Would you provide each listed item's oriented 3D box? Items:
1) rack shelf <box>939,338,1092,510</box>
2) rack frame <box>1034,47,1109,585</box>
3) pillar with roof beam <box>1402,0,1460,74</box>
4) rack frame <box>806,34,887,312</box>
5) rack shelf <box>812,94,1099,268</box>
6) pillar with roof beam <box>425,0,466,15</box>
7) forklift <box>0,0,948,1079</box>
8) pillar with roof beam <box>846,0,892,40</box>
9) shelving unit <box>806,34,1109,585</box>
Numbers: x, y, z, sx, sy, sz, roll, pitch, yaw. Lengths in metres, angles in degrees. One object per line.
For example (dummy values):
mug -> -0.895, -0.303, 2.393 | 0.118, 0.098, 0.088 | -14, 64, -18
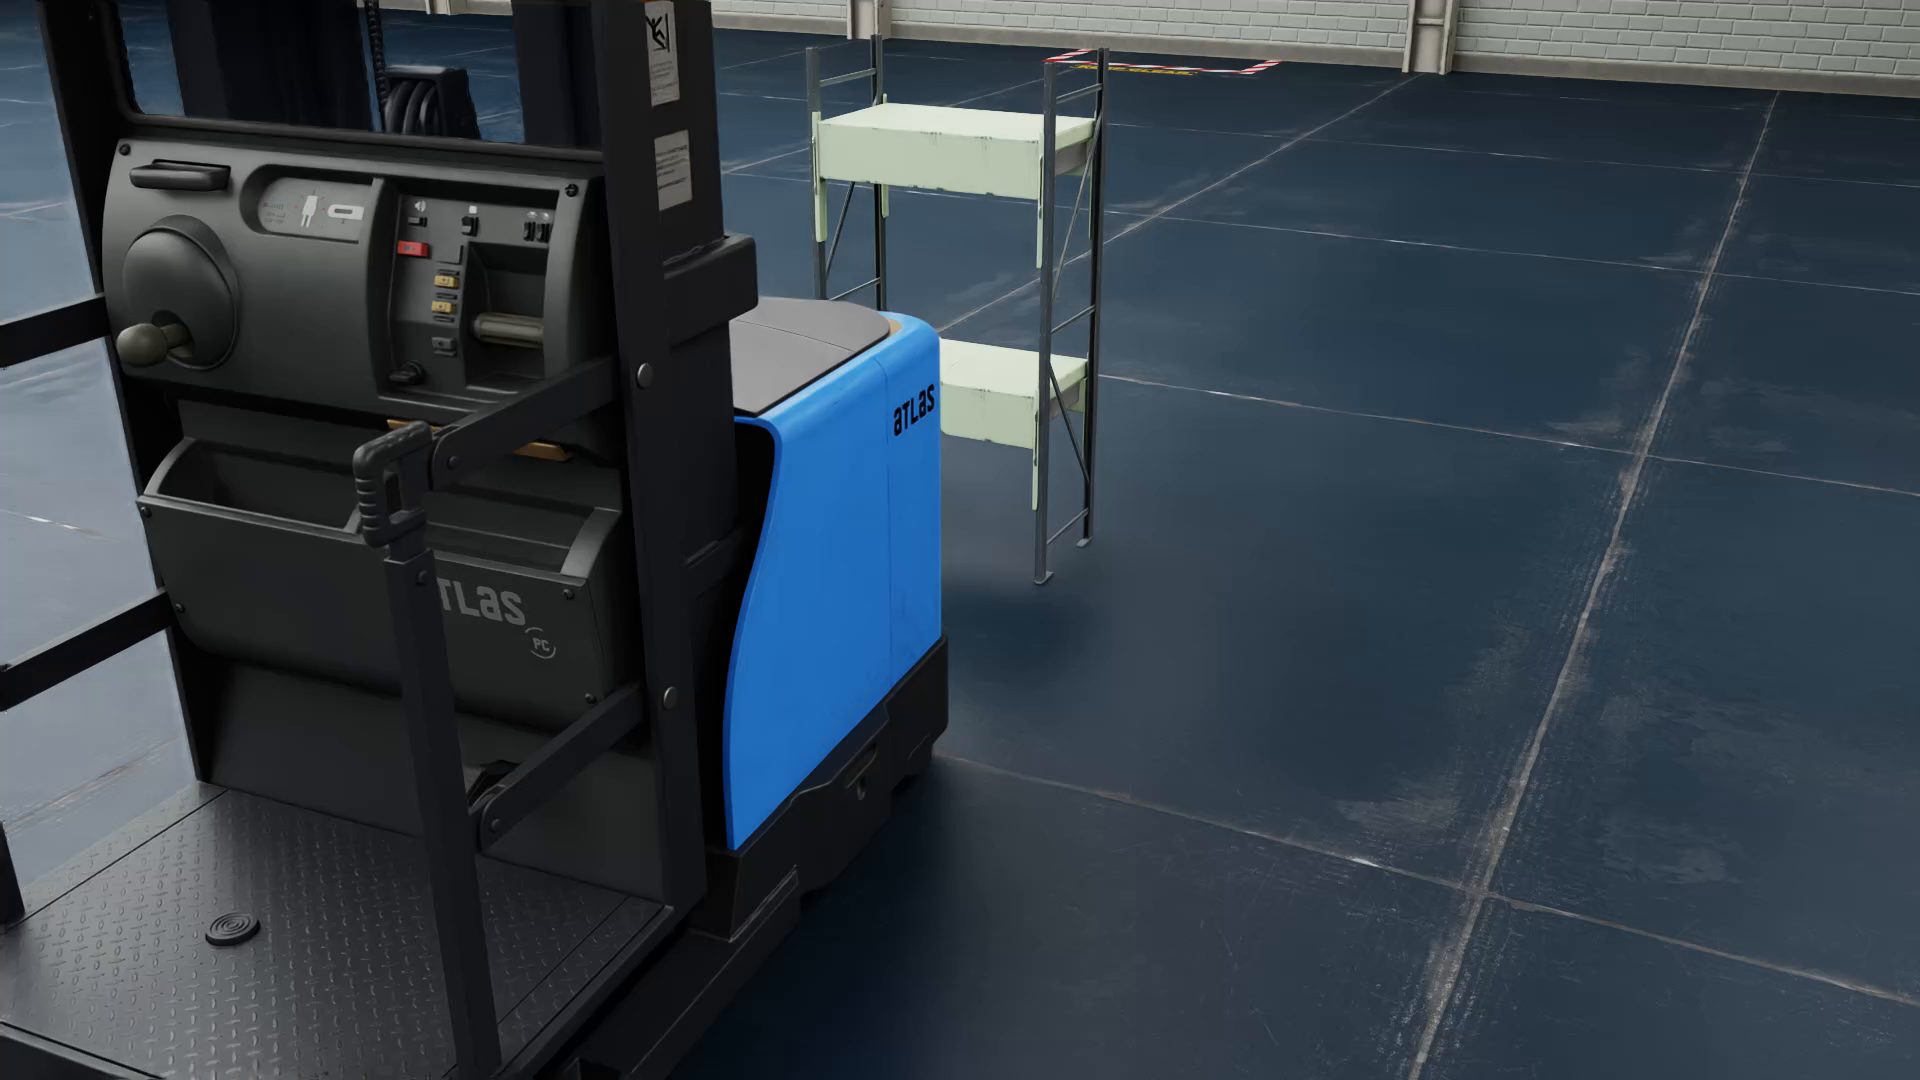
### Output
rack shelf -> -0.006, -0.391, 5.087 | 0.720, 0.370, 0.431 | 11, 25, 25
rack frame -> 0.321, -0.627, 4.807 | 0.023, 1.500, 0.400 | 11, 25, 25
pillar with roof beam -> 2.431, -7.029, 10.280 | 0.400, 9.000, 9.100 | 11, 25, 25
rack frame -> -0.333, -0.756, 5.111 | 0.023, 1.500, 0.400 | 11, 25, 25
rack shelf -> -0.006, -1.050, 4.807 | 0.720, 0.370, 0.431 | 11, 25, 25
pillar with roof beam -> -8.278, -9.148, 15.263 | 0.400, 9.000, 9.100 | 11, 25, 25
forklift -> -1.065, -0.397, 2.438 | 1.130, 2.935, 3.031 | 9, 25, 21
pillar with roof beam -> -2.923, -8.089, 12.772 | 0.400, 9.000, 9.100 | 11, 25, 25
shelving unit -> -0.006, -0.691, 4.959 | 0.755, 1.500, 0.431 | 11, 25, 25
